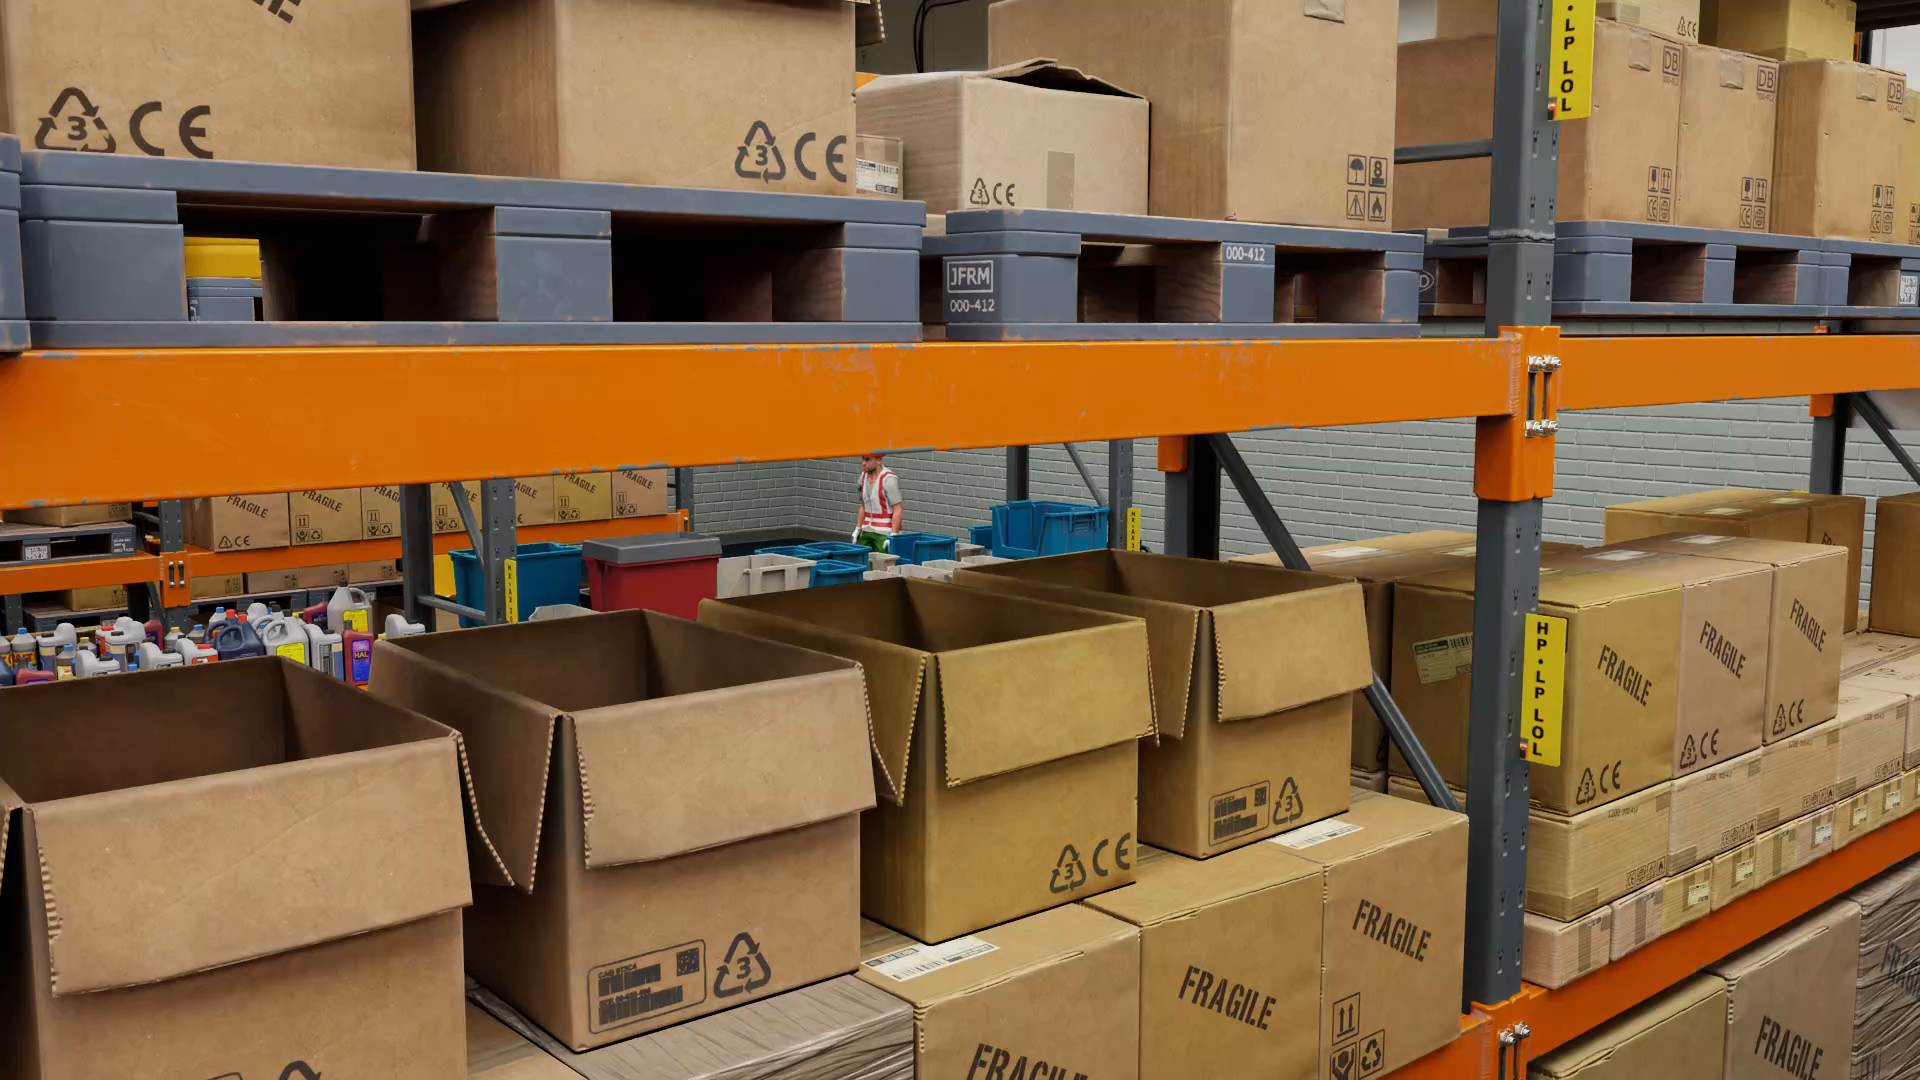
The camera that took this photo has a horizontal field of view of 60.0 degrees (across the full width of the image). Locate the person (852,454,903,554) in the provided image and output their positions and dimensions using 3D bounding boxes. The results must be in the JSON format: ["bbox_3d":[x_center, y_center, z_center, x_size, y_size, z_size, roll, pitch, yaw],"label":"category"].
[{"bbox_3d":[-0.780,-0.034,15.483,0.453,1.779,0.608,-6,10,-41],"label":"person"}]
